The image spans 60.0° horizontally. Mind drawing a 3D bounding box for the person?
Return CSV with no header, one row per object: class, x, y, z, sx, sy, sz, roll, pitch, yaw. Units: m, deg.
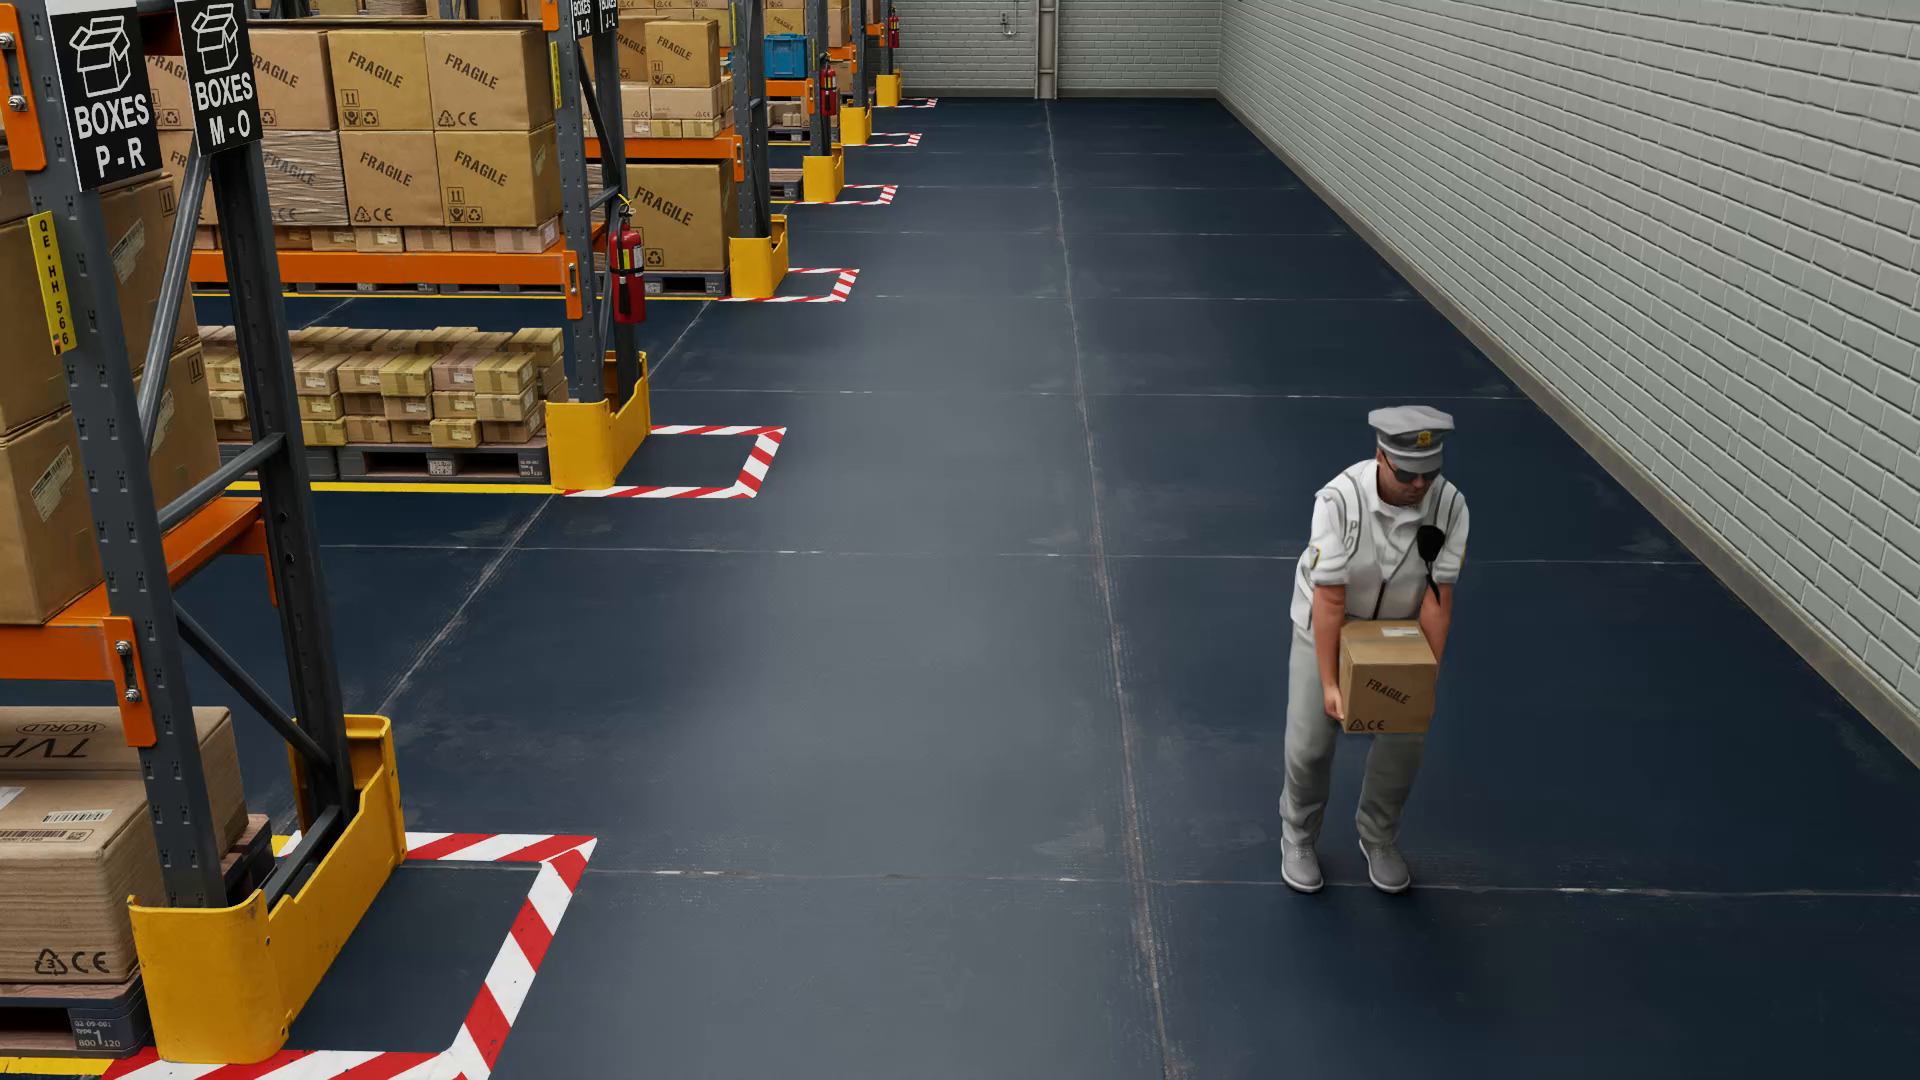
person,1.299,0.347,5.260,0.483,1.681,0.631,0,21,1
